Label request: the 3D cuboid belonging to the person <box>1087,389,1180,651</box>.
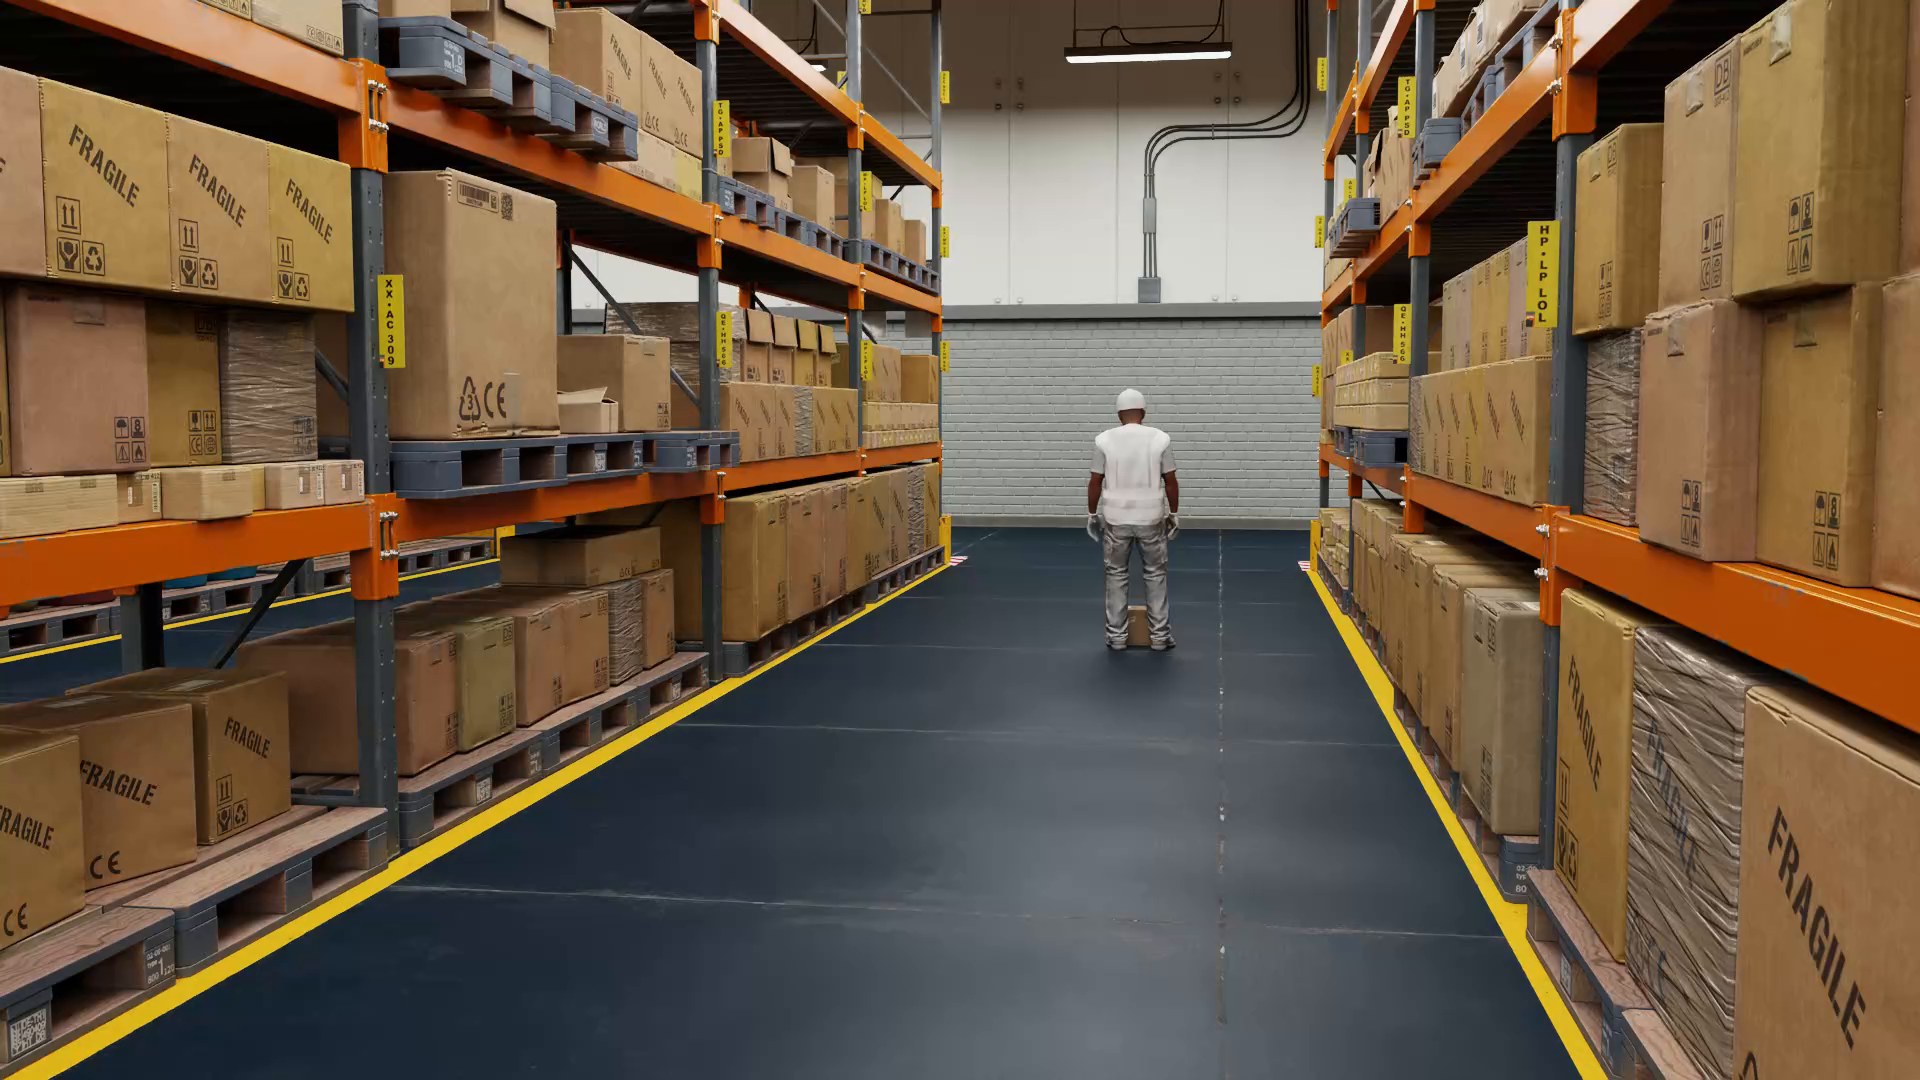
[{"bbox_3d":[1.184,-0.143,11.362,0.631,1.775,0.443,0,4,6],"label":"person"}]
